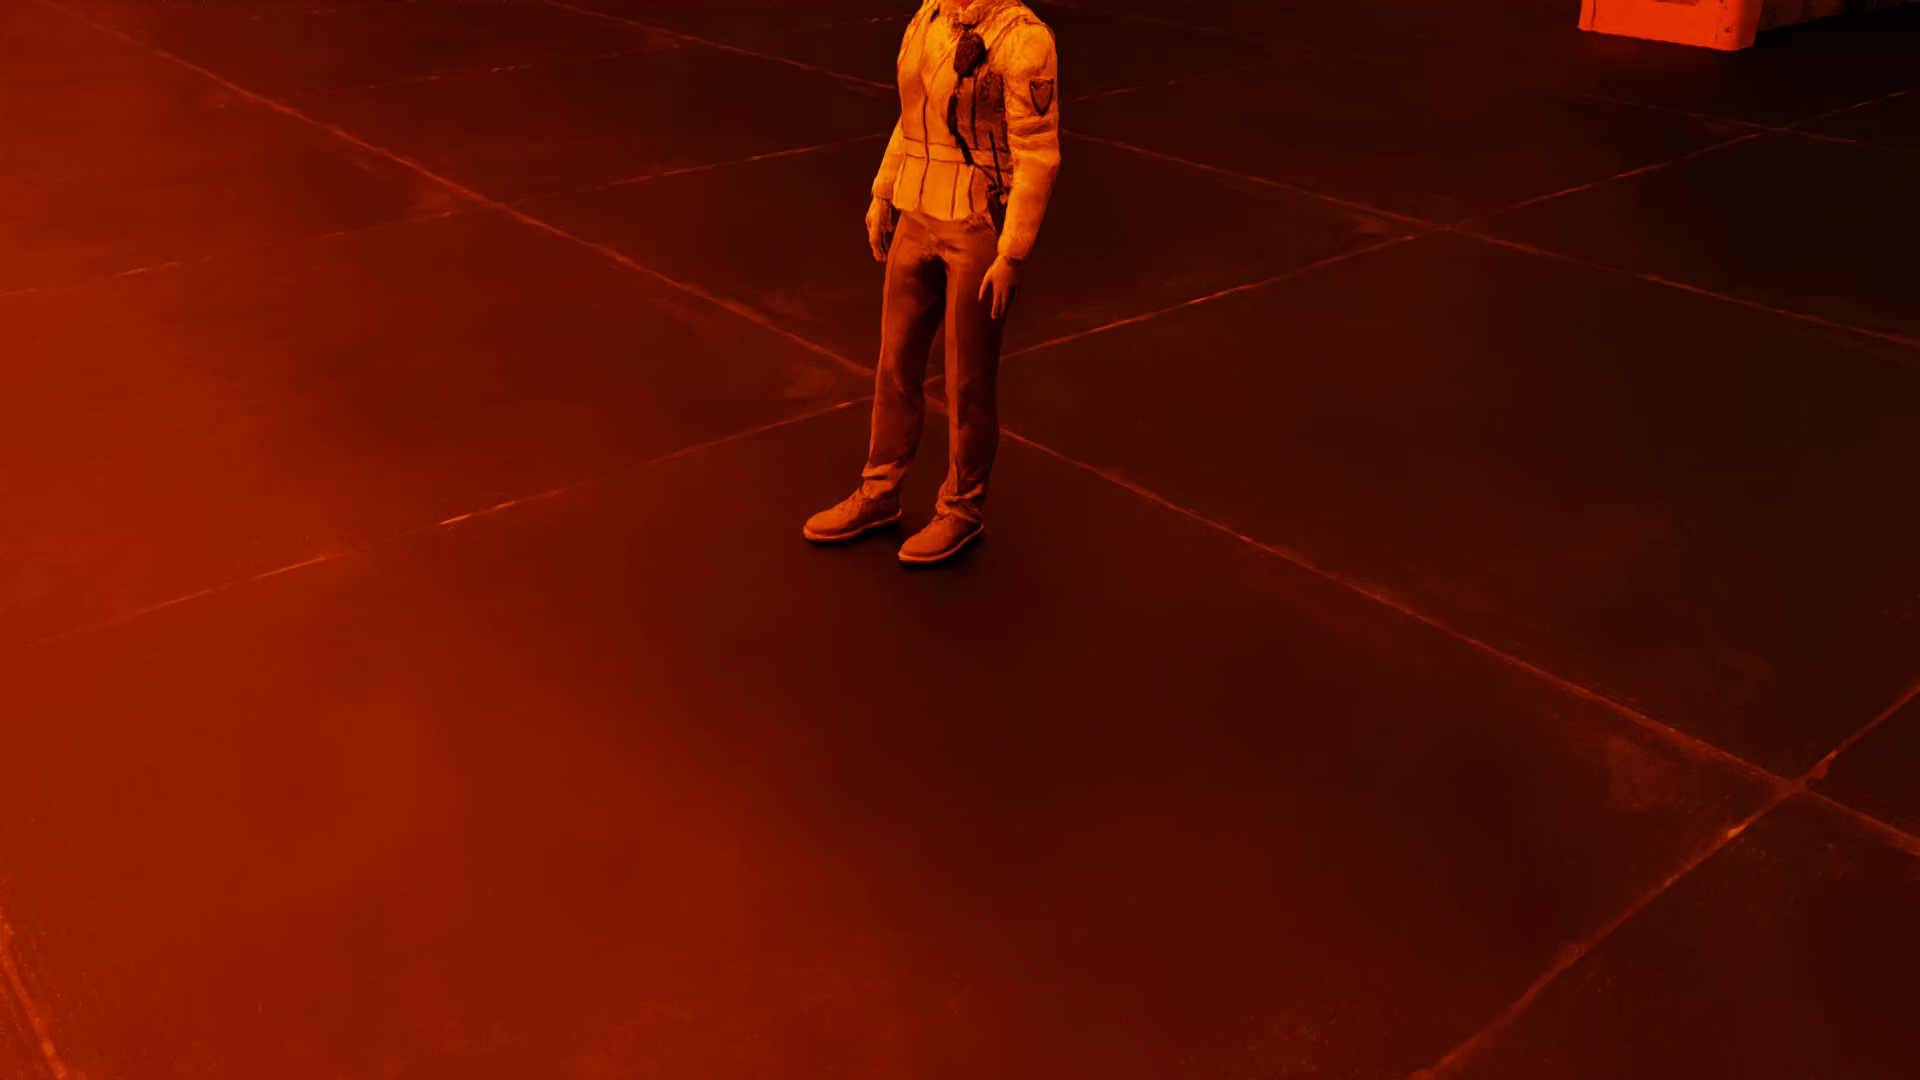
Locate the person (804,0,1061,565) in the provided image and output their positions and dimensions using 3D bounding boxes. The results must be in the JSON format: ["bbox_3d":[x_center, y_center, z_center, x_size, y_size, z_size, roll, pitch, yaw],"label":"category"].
[{"bbox_3d":[-0.057,-0.749,4.087,0.533,1.695,0.586,-20,33,-35],"label":"person"}]
